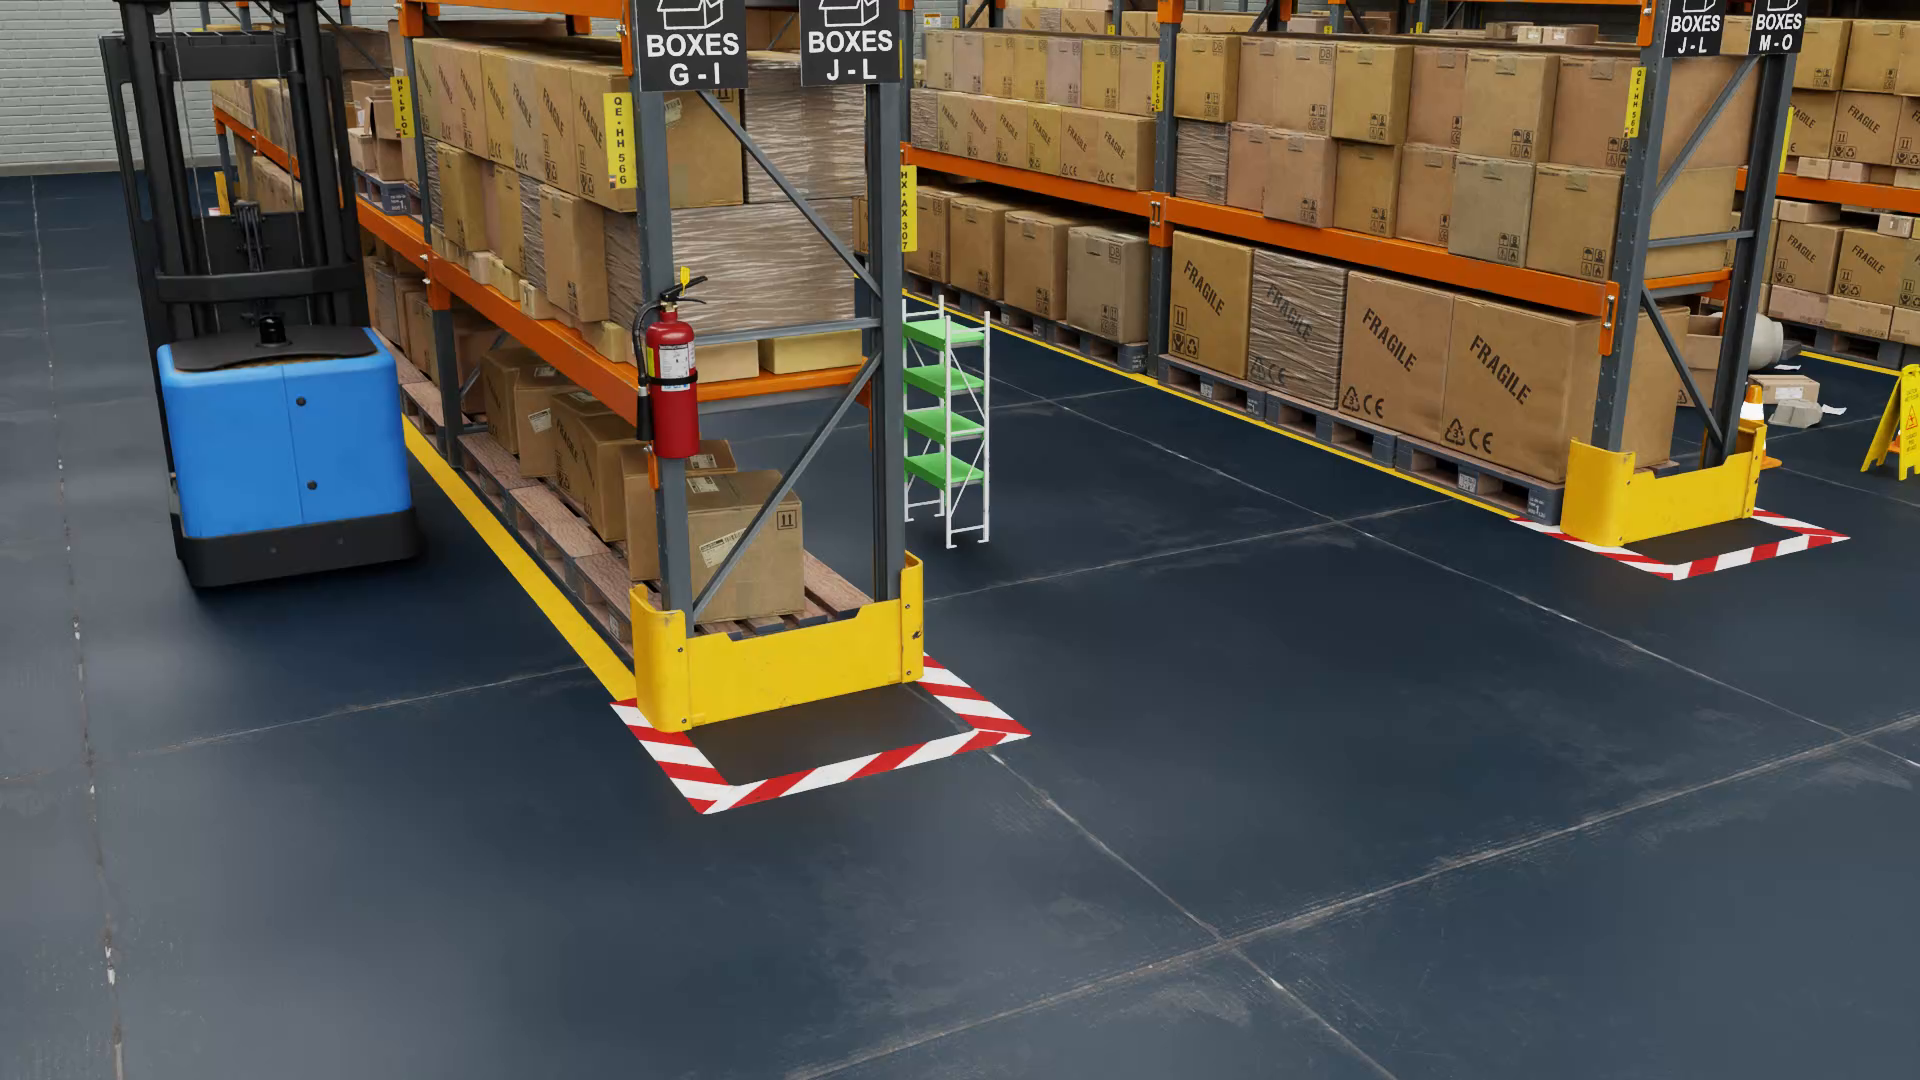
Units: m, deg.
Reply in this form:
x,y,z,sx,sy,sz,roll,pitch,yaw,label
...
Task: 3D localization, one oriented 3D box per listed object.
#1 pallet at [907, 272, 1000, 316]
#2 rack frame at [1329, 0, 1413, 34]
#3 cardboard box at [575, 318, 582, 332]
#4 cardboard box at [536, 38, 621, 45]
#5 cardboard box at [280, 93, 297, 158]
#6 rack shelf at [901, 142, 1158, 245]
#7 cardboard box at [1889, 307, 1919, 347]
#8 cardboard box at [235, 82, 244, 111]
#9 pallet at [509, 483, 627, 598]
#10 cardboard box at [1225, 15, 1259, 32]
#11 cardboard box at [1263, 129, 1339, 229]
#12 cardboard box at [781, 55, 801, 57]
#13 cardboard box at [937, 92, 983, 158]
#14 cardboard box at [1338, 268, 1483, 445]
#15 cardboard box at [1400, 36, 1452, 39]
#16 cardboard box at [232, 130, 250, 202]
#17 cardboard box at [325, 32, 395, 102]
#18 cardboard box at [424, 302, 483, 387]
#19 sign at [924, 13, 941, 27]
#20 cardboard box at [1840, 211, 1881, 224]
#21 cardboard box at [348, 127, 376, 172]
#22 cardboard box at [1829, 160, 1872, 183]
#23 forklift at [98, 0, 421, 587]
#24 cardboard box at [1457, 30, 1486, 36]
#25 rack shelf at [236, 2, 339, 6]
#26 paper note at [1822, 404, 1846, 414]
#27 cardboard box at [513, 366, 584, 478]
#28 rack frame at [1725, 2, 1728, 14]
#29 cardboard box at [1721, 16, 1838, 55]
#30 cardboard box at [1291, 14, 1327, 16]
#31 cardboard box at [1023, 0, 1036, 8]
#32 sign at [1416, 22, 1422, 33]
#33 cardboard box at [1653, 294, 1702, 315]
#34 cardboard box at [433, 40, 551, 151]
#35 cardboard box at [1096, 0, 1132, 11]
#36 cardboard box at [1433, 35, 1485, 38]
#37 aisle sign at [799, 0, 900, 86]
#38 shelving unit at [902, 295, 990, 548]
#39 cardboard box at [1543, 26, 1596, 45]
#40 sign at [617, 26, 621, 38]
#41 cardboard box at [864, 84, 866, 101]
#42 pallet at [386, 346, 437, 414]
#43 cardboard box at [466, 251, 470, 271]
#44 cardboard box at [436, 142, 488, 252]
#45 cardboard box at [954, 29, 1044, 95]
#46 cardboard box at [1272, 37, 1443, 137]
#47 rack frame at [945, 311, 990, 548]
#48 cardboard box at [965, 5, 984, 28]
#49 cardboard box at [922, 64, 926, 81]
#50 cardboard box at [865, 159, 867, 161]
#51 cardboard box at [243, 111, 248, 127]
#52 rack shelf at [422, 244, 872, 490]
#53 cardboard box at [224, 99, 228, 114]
x,y,z,sx,sy,sz,roll,pitch,yaw,label
0.232,-2.259,14.855,1.003,0.211,1.213,-10,21,-27,pallet
4.233,-4.611,17.396,1.000,3.000,0.127,-10,21,-27,rack frame
-1.477,-0.999,7.312,0.380,0.149,0.250,-10,21,-27,cardboard box
-1.895,-2.358,8.725,0.500,0.500,0.500,-10,21,-27,cardboard box
-5.422,-3.519,14.078,0.500,0.500,0.500,-11,22,-28,cardboard box
0.874,-2.901,13.543,1.077,0.370,4.000,-10,21,-27,rack shelf
7.172,-1.553,12.106,0.500,0.250,0.500,-10,21,-26,cardboard box
-7.077,-4.528,16.930,0.500,0.250,0.500,-9,21,-25,cardboard box
-1.656,-0.072,8.515,1.003,0.211,1.213,-10,21,-27,pallet
3.276,-5.528,18.368,0.500,0.500,0.500,-10,21,-27,cardboard box
2.443,-2.306,10.486,0.875,0.550,0.550,-10,21,-27,cardboard box
-1.697,-4.842,16.893,0.380,0.149,0.250,-10,21,-27,cardboard box
0.144,-3.546,14.157,0.500,0.500,0.500,-10,22,-27,cardboard box
2.923,-1.150,9.978,0.875,0.875,0.875,-10,22,-28,cardboard box
4.496,-4.684,16.354,0.500,0.500,0.500,-9,21,-24,cardboard box
-7.913,-4.395,19.384,0.875,0.875,0.875,-10,21,-27,cardboard box
-4.822,-3.810,13.383,0.797,0.503,0.637,-9,21,-25,cardboard box
-3.072,-1.273,10.881,0.700,0.500,0.500,-10,21,-27,cardboard box
-0.494,-9.247,29.566,0.339,0.242,0.001,-10,21,-27,sign
7.135,-2.296,13.107,0.500,0.500,0.500,-9,21,-24,cardboard box
-3.895,-2.687,11.406,0.500,0.250,0.500,-11,22,-28,cardboard box
6.743,-2.767,12.437,0.380,0.149,0.250,-10,21,-27,cardboard box
-3.776,-1.603,8.784,1.130,2.935,3.031,-9,21,-25,forklift
6.978,-6.453,21.936,0.700,0.500,0.500,-10,21,-26,cardboard box
-7.338,-5.876,17.567,1.077,0.370,4.000,-10,21,-27,rack shelf
5.831,-0.874,11.117,0.142,0.019,0.148,16,25,39,paper note
-2.156,-0.660,9.135,0.500,0.500,0.500,-3,19,-9,cardboard box
8.599,-5.381,19.627,1.000,3.000,0.127,-10,21,-27,rack frame
6.373,-3.813,12.942,0.700,0.500,0.500,-10,21,-26,cardboard box
3.737,-5.602,18.582,0.500,0.500,0.500,-9,21,-25,cardboard box
1.058,-7.138,22.037,0.380,0.149,0.250,-11,22,-28,cardboard box
6.226,-6.852,22.563,0.100,0.325,0.005,-10,21,-27,sign
5.443,-1.764,12.973,0.500,0.500,0.500,4,19,11,cardboard box
-2.361,-2.276,8.488,0.500,0.500,0.500,-10,21,-27,cardboard box
1.907,-6.625,20.551,0.380,0.149,0.250,-10,22,-28,cardboard box
4.948,-4.763,16.584,0.500,0.500,0.500,-10,22,-28,cardboard box
-0.397,-2.037,5.951,0.394,0.787,0.004,-10,21,-27,aisle sign
-0.079,-0.615,8.573,0.258,1.200,0.503,-10,21,-27,shelving unit
5.375,-4.449,14.679,0.380,0.149,0.250,-11,22,-28,cardboard box
-4.352,-6.437,21.360,0.100,0.325,0.005,-10,21,-27,sign
-0.711,-4.107,15.220,0.380,0.149,0.250,-9,21,-26,cardboard box
-3.544,-1.183,11.738,1.003,0.211,1.213,-10,21,-27,pallet
-2.375,-1.489,8.733,0.380,0.149,0.250,-10,21,-27,cardboard box
-2.224,-1.828,8.721,0.875,0.500,0.500,-10,21,-27,cardboard box
0.370,-4.060,14.112,0.700,0.500,0.500,-10,22,-27,cardboard box
2.467,-2.821,10.322,0.875,0.550,0.550,-10,21,-27,cardboard box
0.037,-0.545,8.370,0.240,1.200,0.015,-10,21,-27,rack frame
0.411,-7.246,23.344,0.500,0.500,0.500,-11,22,-28,cardboard box
-0.127,-4.340,15.440,0.380,0.149,0.250,-10,21,-27,cardboard box
-0.655,-3.712,16.828,0.500,0.250,0.500,-10,21,-26,cardboard box
-6.944,-4.216,16.637,0.380,0.149,0.250,-10,21,-26,cardboard box
-1.640,-1.014,8.073,1.077,0.370,4.000,-10,21,-27,rack shelf
-7.797,-4.732,18.131,0.380,0.149,0.250,-10,22,-27,cardboard box
